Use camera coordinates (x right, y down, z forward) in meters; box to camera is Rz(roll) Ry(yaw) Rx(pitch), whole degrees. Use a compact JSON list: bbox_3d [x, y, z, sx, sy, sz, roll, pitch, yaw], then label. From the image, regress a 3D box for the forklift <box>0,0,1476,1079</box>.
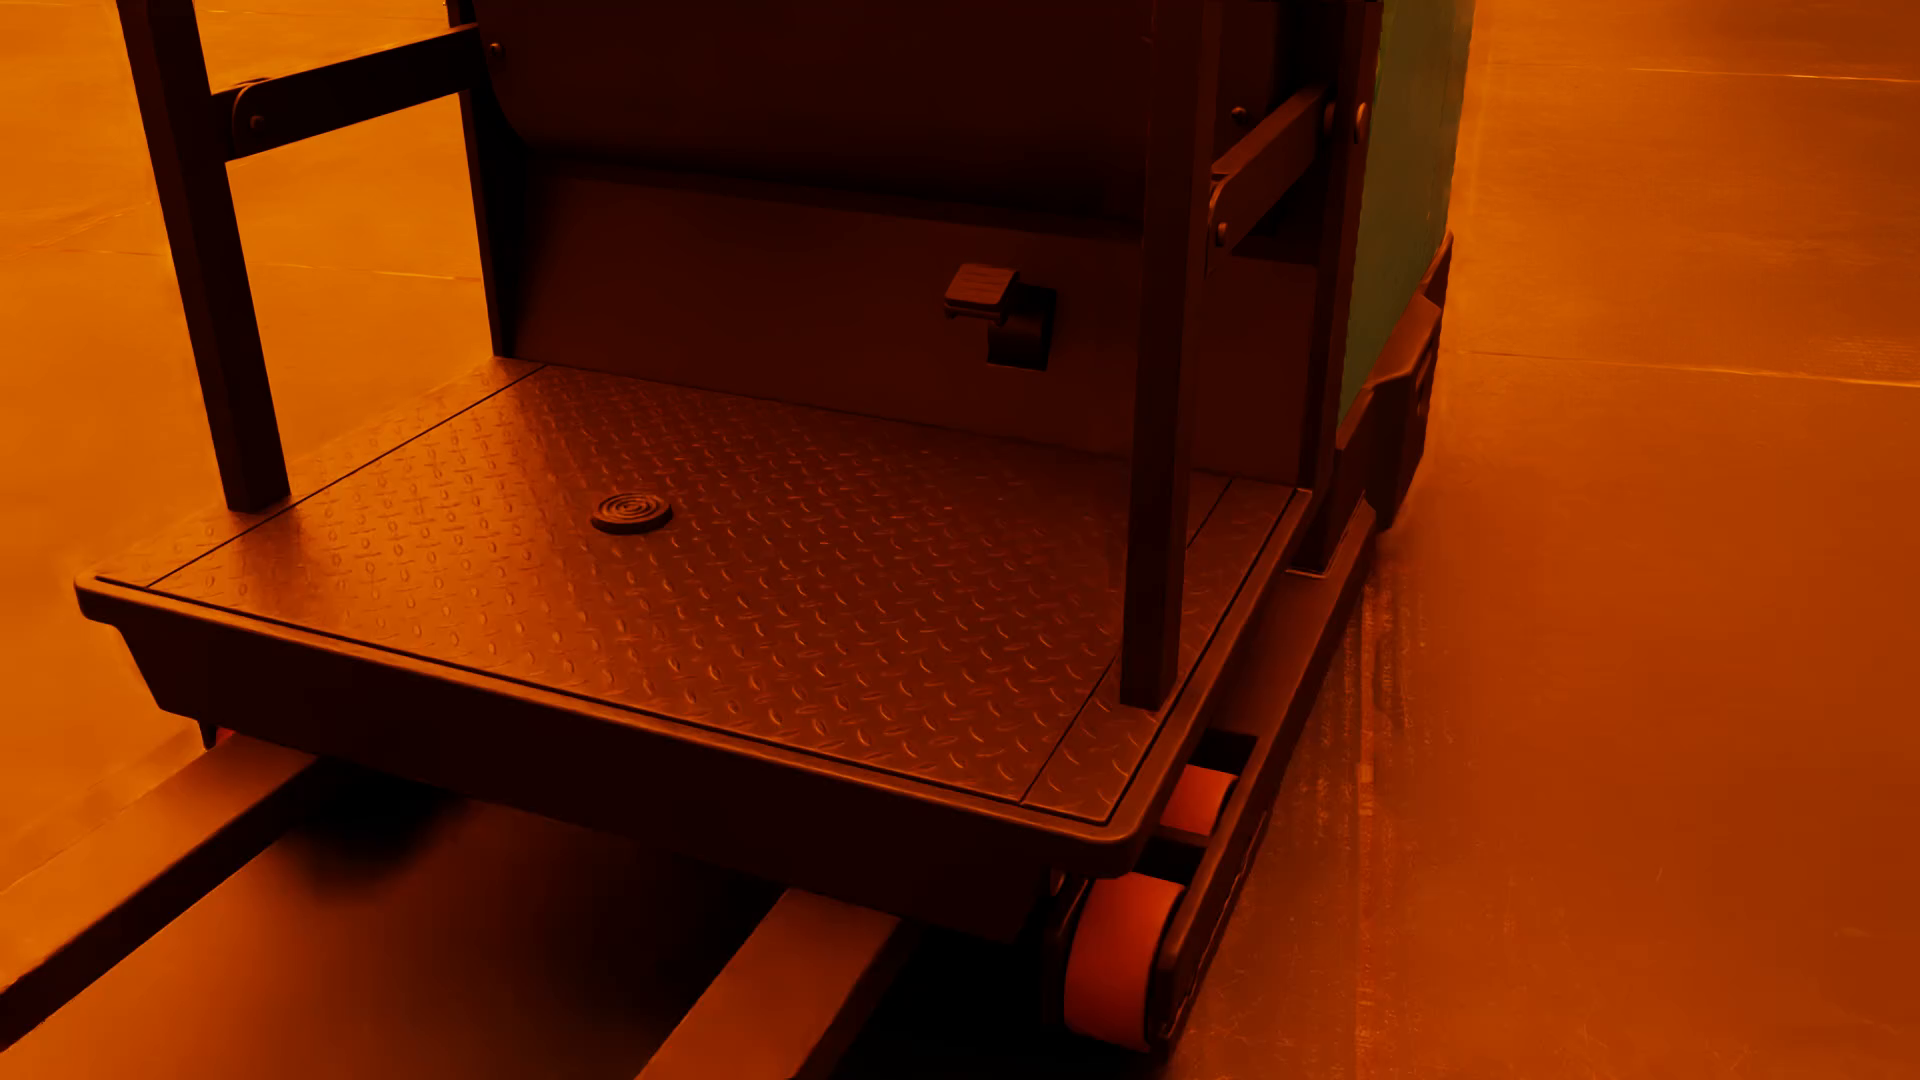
[{"bbox_3d":[-0.192,-1.051,1.329,1.130,2.935,3.031,11,29,20],"label":"forklift"}]
